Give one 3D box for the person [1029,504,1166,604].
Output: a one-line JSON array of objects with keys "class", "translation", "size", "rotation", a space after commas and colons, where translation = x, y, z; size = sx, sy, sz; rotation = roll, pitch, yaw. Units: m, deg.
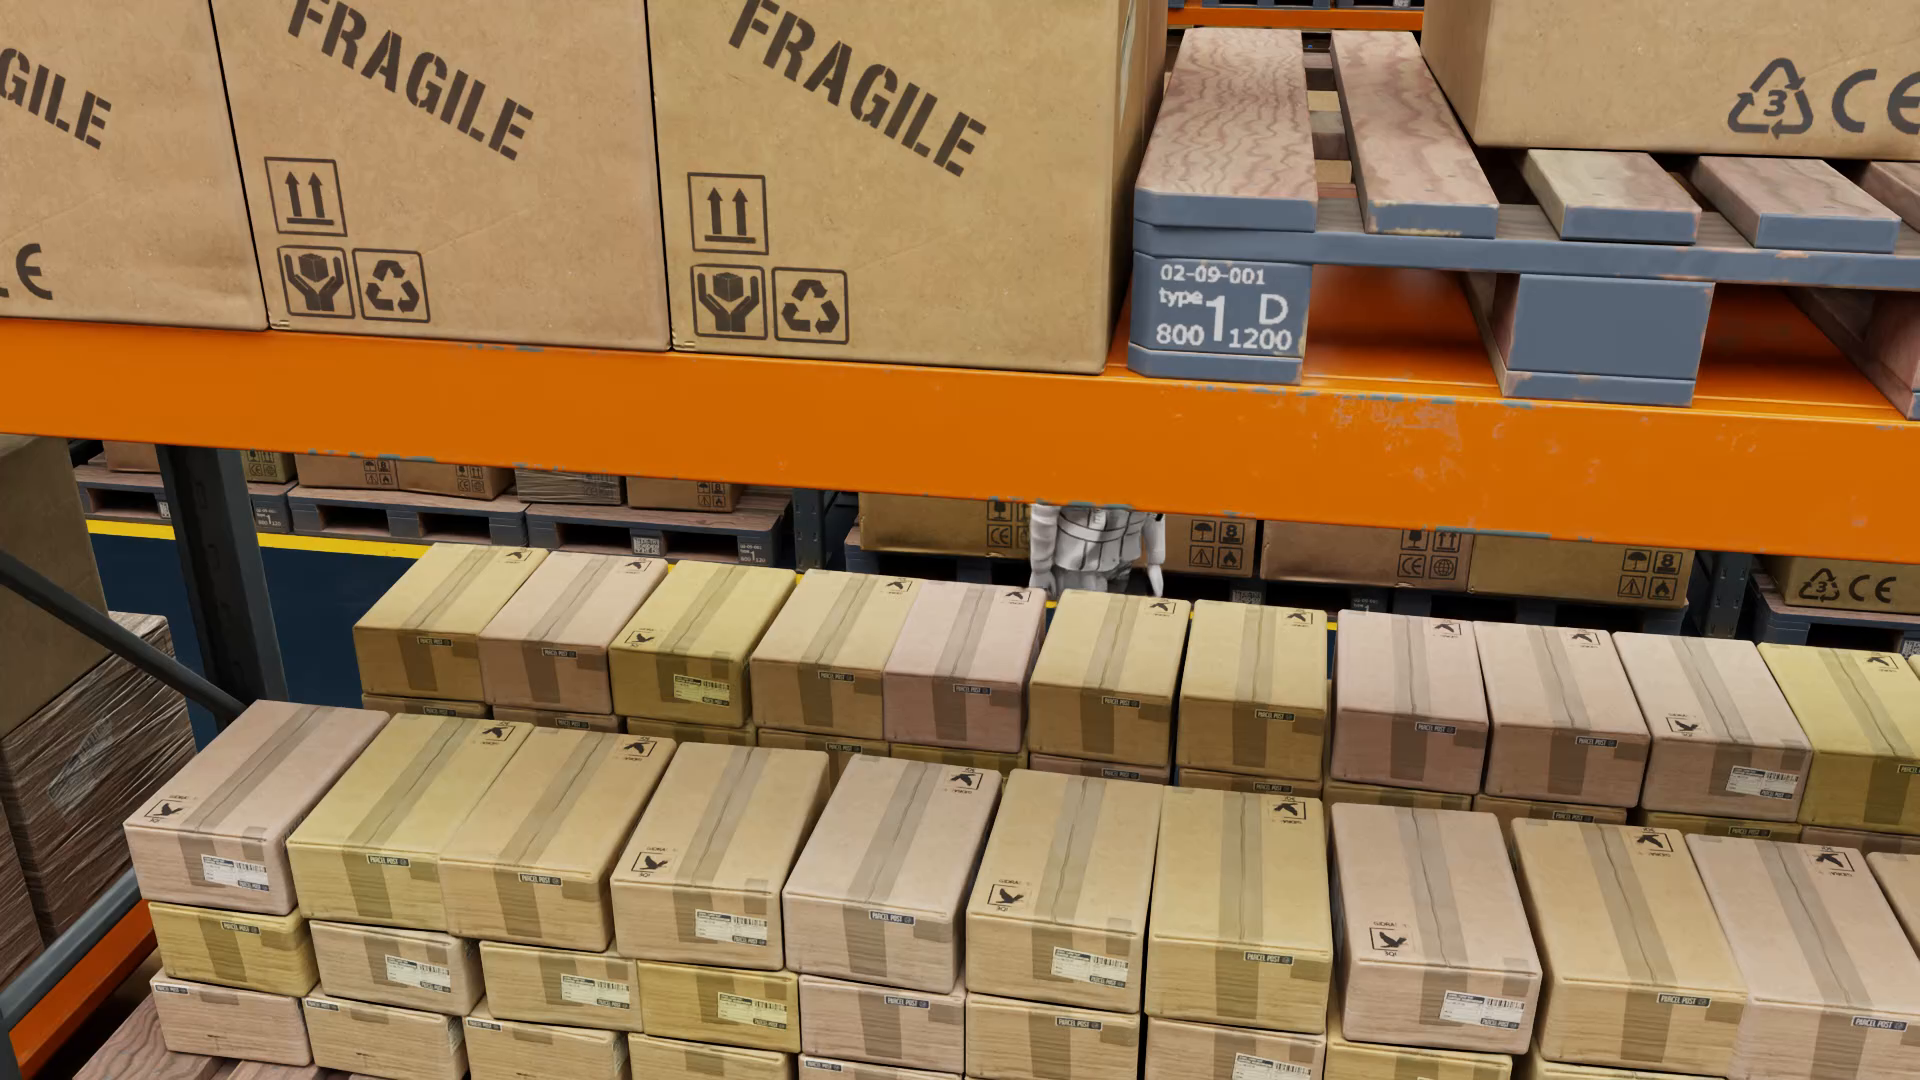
[{"class": "person", "translation": [0.491, 0.112, 5.893], "size": [0.491, 1.696, 0.643], "rotation": [-22, 33, -38]}]
